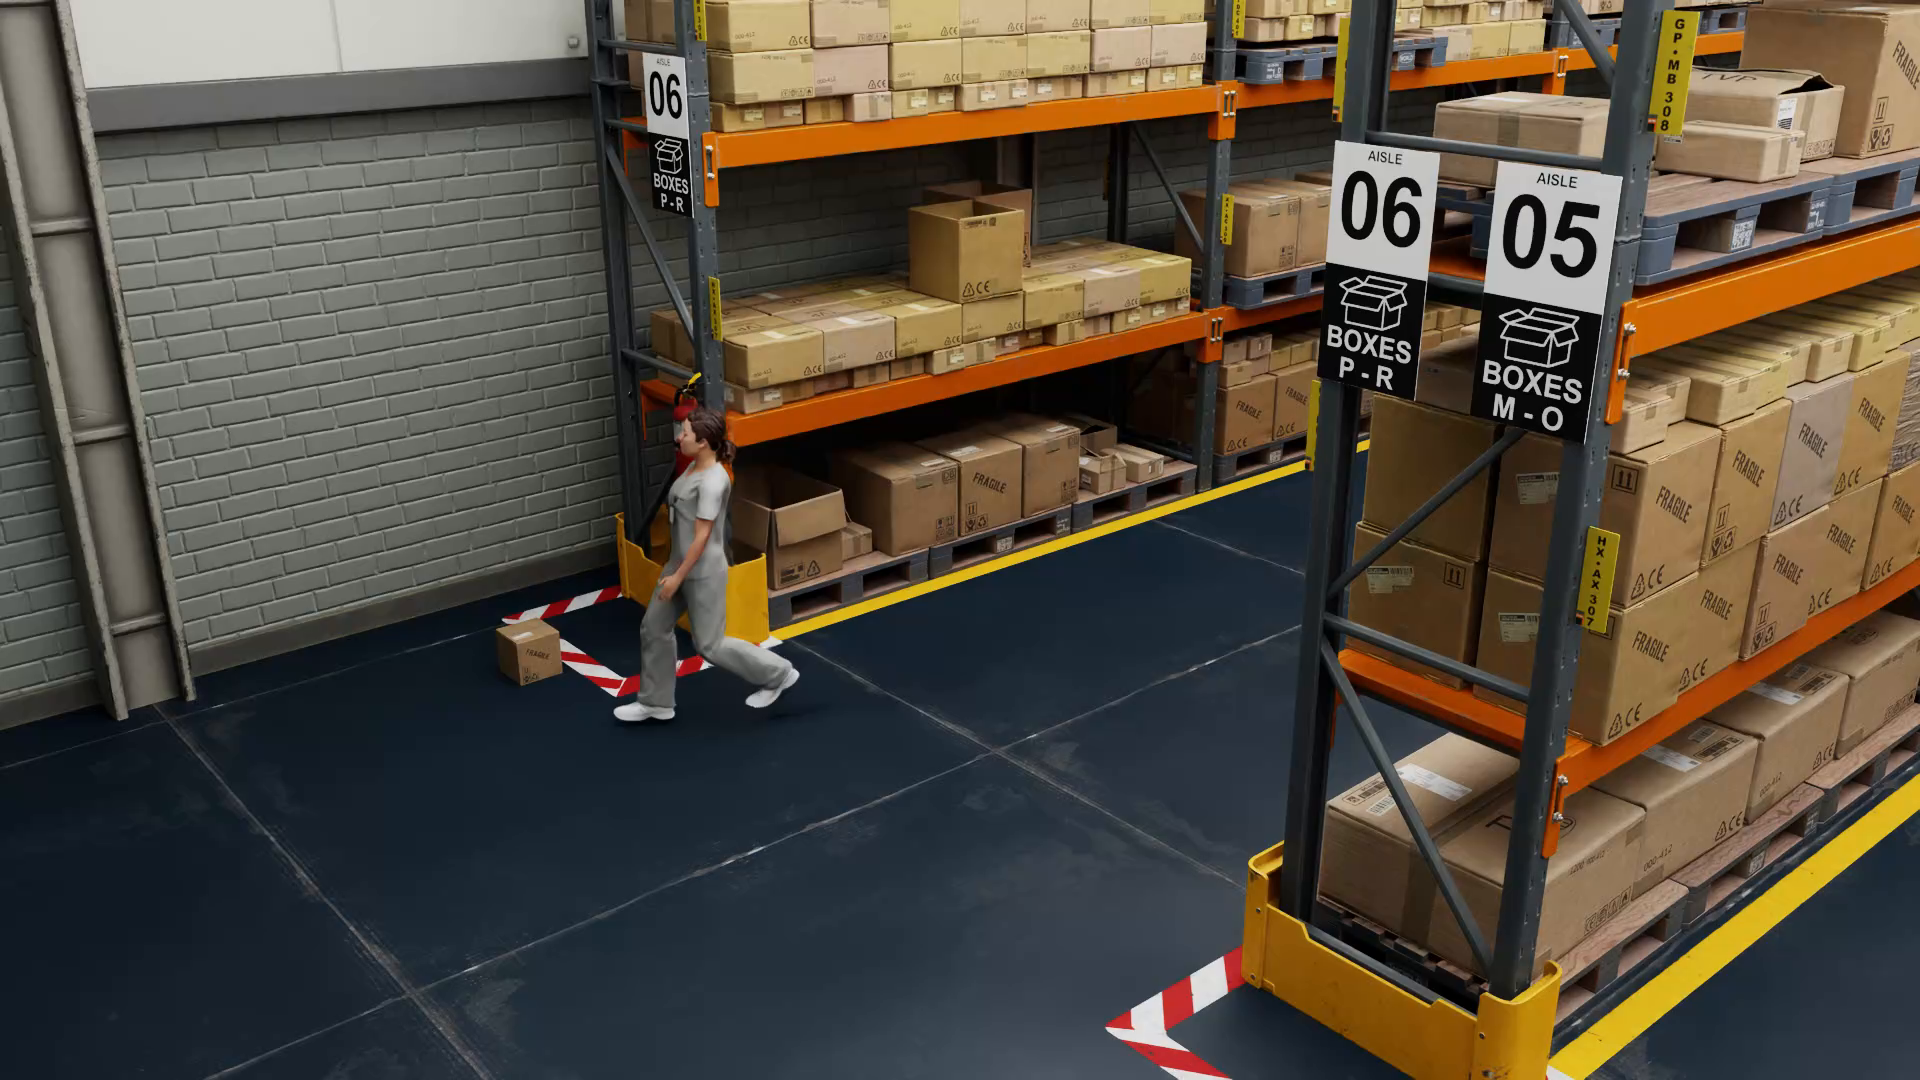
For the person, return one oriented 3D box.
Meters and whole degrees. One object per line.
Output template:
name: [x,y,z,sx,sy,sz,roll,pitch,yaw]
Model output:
person: [-1.294,0.136,8.230,0.922,1.620,0.454,-8,23,-20]
